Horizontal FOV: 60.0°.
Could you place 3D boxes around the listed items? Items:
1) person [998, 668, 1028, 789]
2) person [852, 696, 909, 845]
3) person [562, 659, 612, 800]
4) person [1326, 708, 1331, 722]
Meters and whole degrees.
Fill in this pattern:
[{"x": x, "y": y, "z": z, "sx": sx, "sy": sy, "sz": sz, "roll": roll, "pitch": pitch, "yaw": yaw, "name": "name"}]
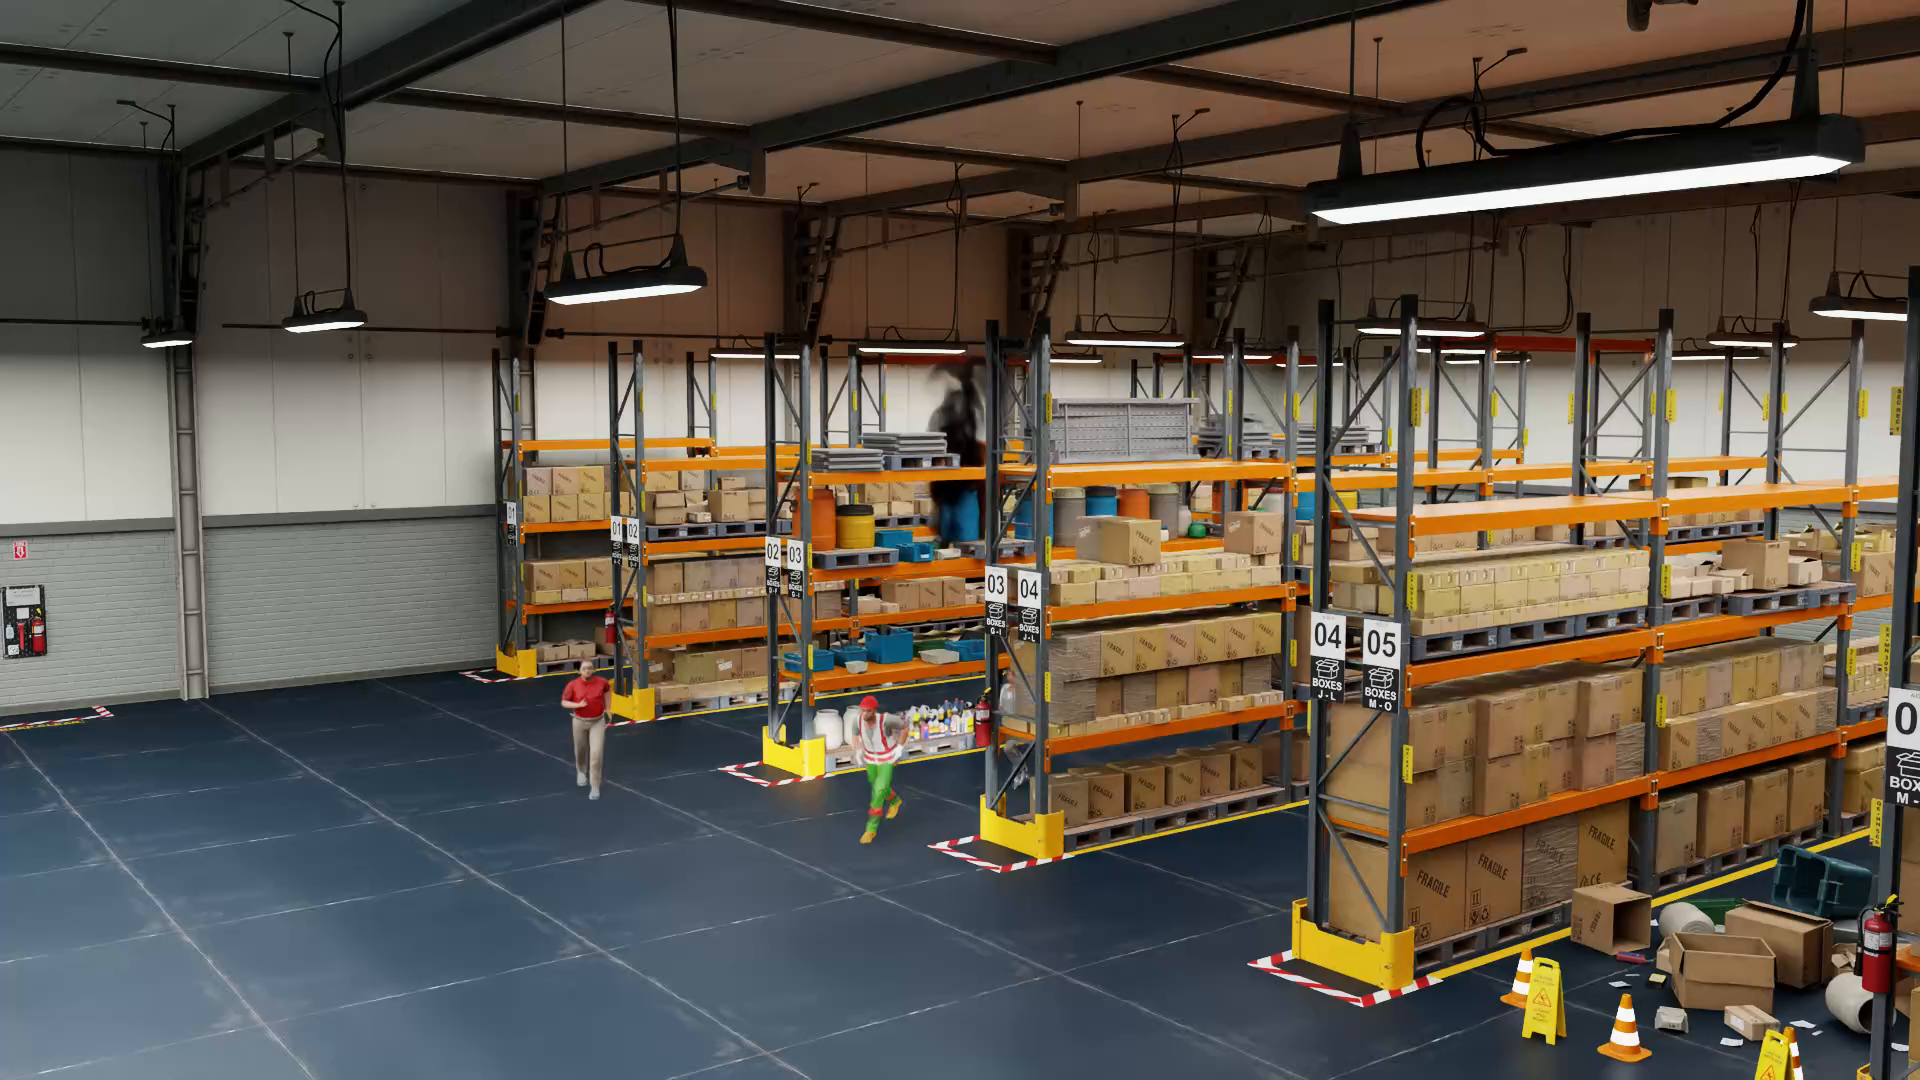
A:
[{"x": 0.702, "y": 2.452, "z": 21.807, "sx": 0.497, "sy": 1.604, "sz": 0.667, "roll": 4, "pitch": 7, "yaw": 40, "name": "person"}, {"x": -0.905, "y": 2.621, "z": 19.496, "sx": 0.692, "sy": 1.729, "sz": 1.055, "roll": 2, "pitch": 5, "yaw": 18, "name": "person"}, {"x": -4.814, "y": 2.438, "z": 21.477, "sx": 0.639, "sy": 1.666, "sz": 0.959, "roll": -1, "pitch": 5, "yaw": -15, "name": "person"}, {"x": 5.903, "y": 1.999, "z": 26.261, "sx": 0.605, "sy": 1.752, "sz": 0.682, "roll": -5, "pitch": 7, "yaw": -44, "name": "person"}]
